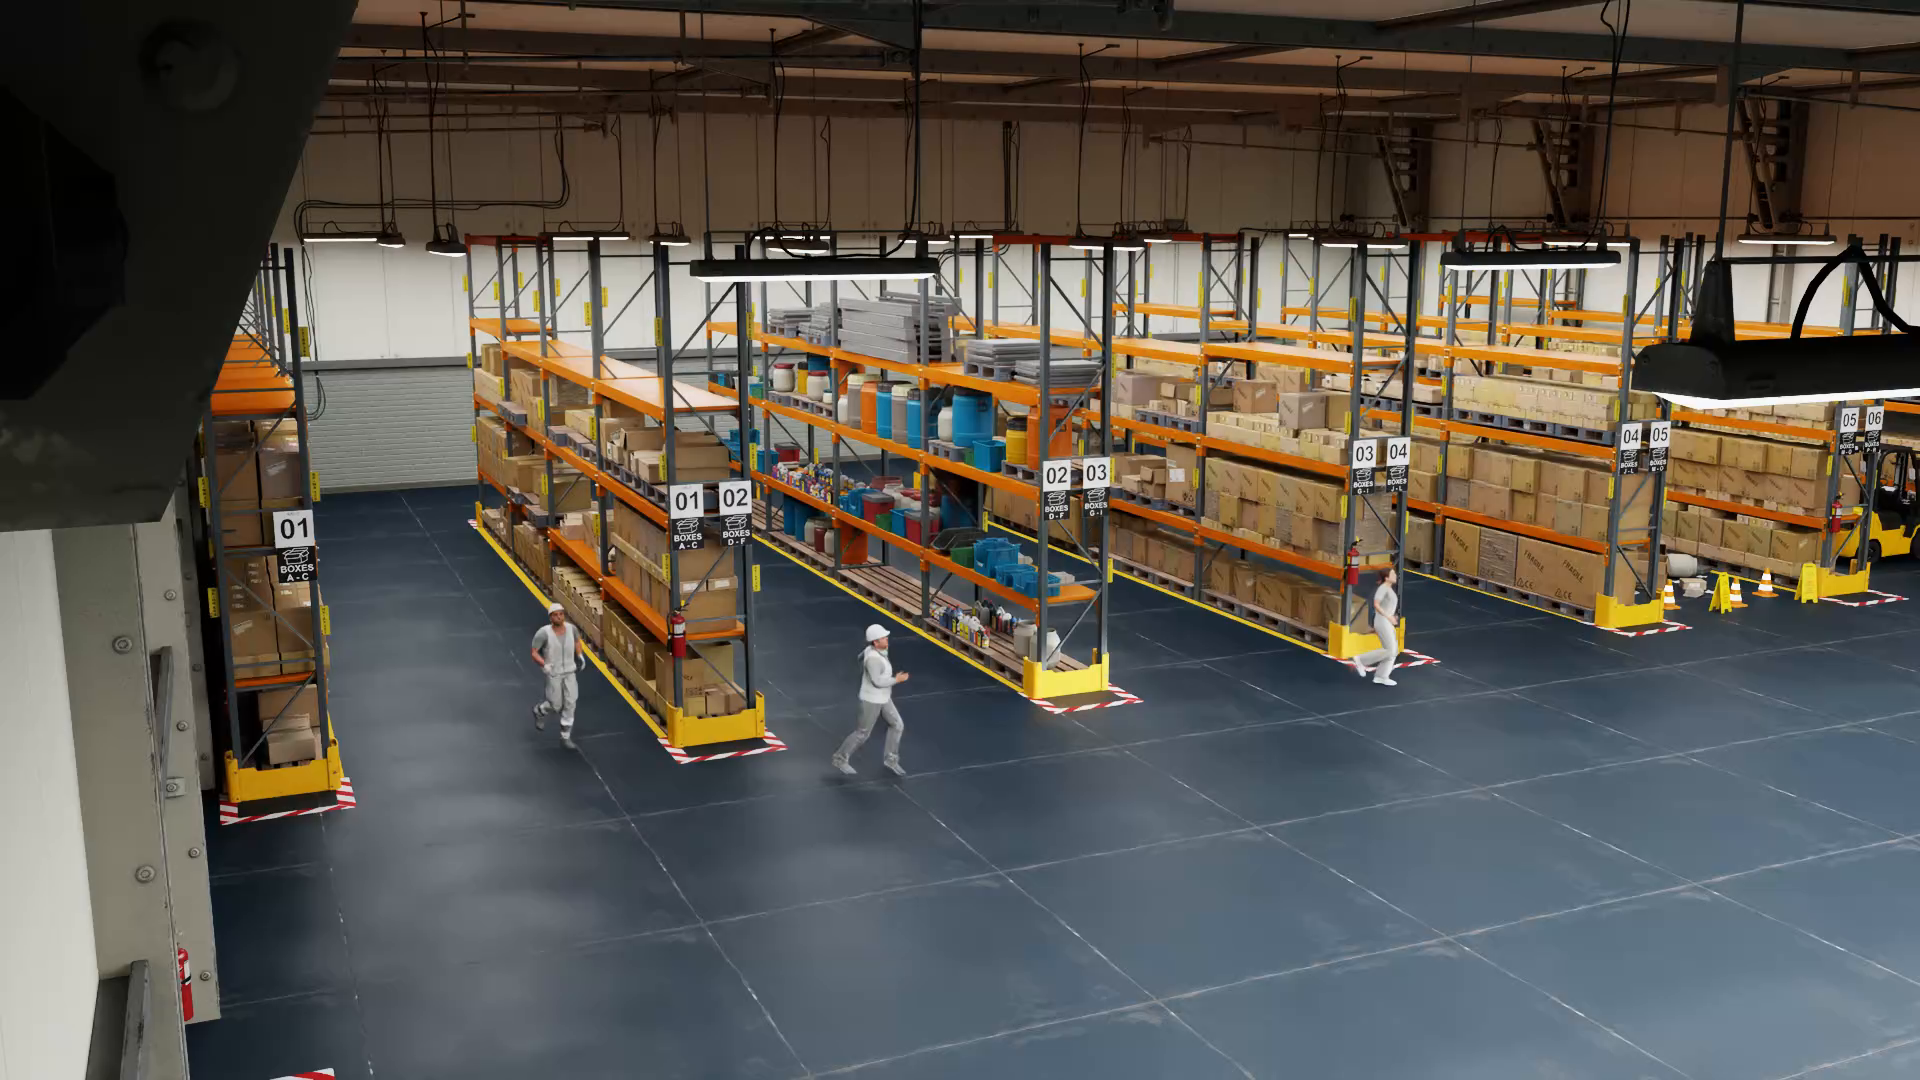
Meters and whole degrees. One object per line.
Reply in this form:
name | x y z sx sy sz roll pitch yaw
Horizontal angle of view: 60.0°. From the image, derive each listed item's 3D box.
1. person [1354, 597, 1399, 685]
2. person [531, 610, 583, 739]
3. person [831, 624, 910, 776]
person | 5.761 1.380 22.935 0.576 1.189 0.379 4 12 21
person | -4.908 1.614 20.263 0.661 1.632 0.620 -8 14 -36
person | -1.010 1.842 19.003 0.900 1.823 0.664 1 11 6
